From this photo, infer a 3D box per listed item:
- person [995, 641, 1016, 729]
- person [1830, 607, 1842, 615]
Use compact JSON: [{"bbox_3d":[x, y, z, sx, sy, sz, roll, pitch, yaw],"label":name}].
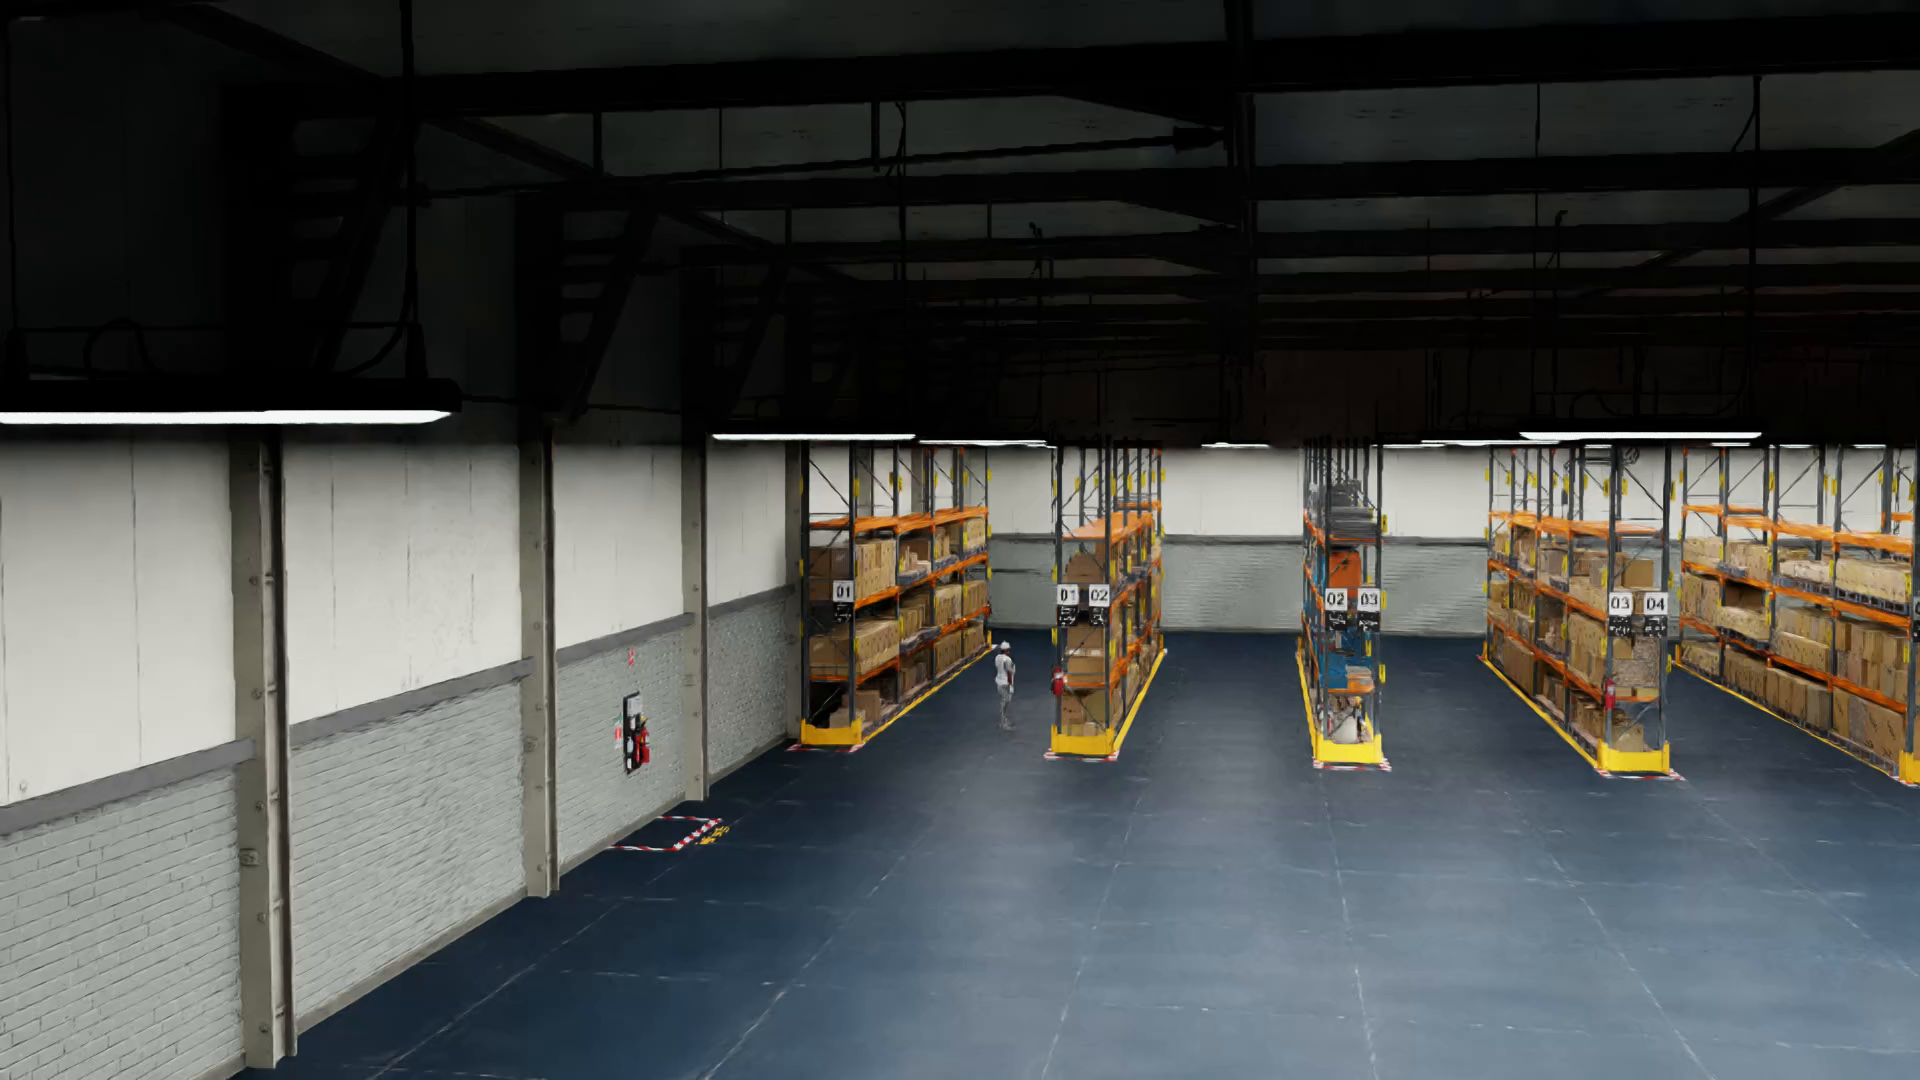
[{"bbox_3d":[0.967,2.966,34.150,0.457,1.783,0.615,-1,3,-21],"label":"person"},{"bbox_3d":[22.443,2.523,42.658,0.556,1.791,0.719,1,3,14],"label":"person"}]
